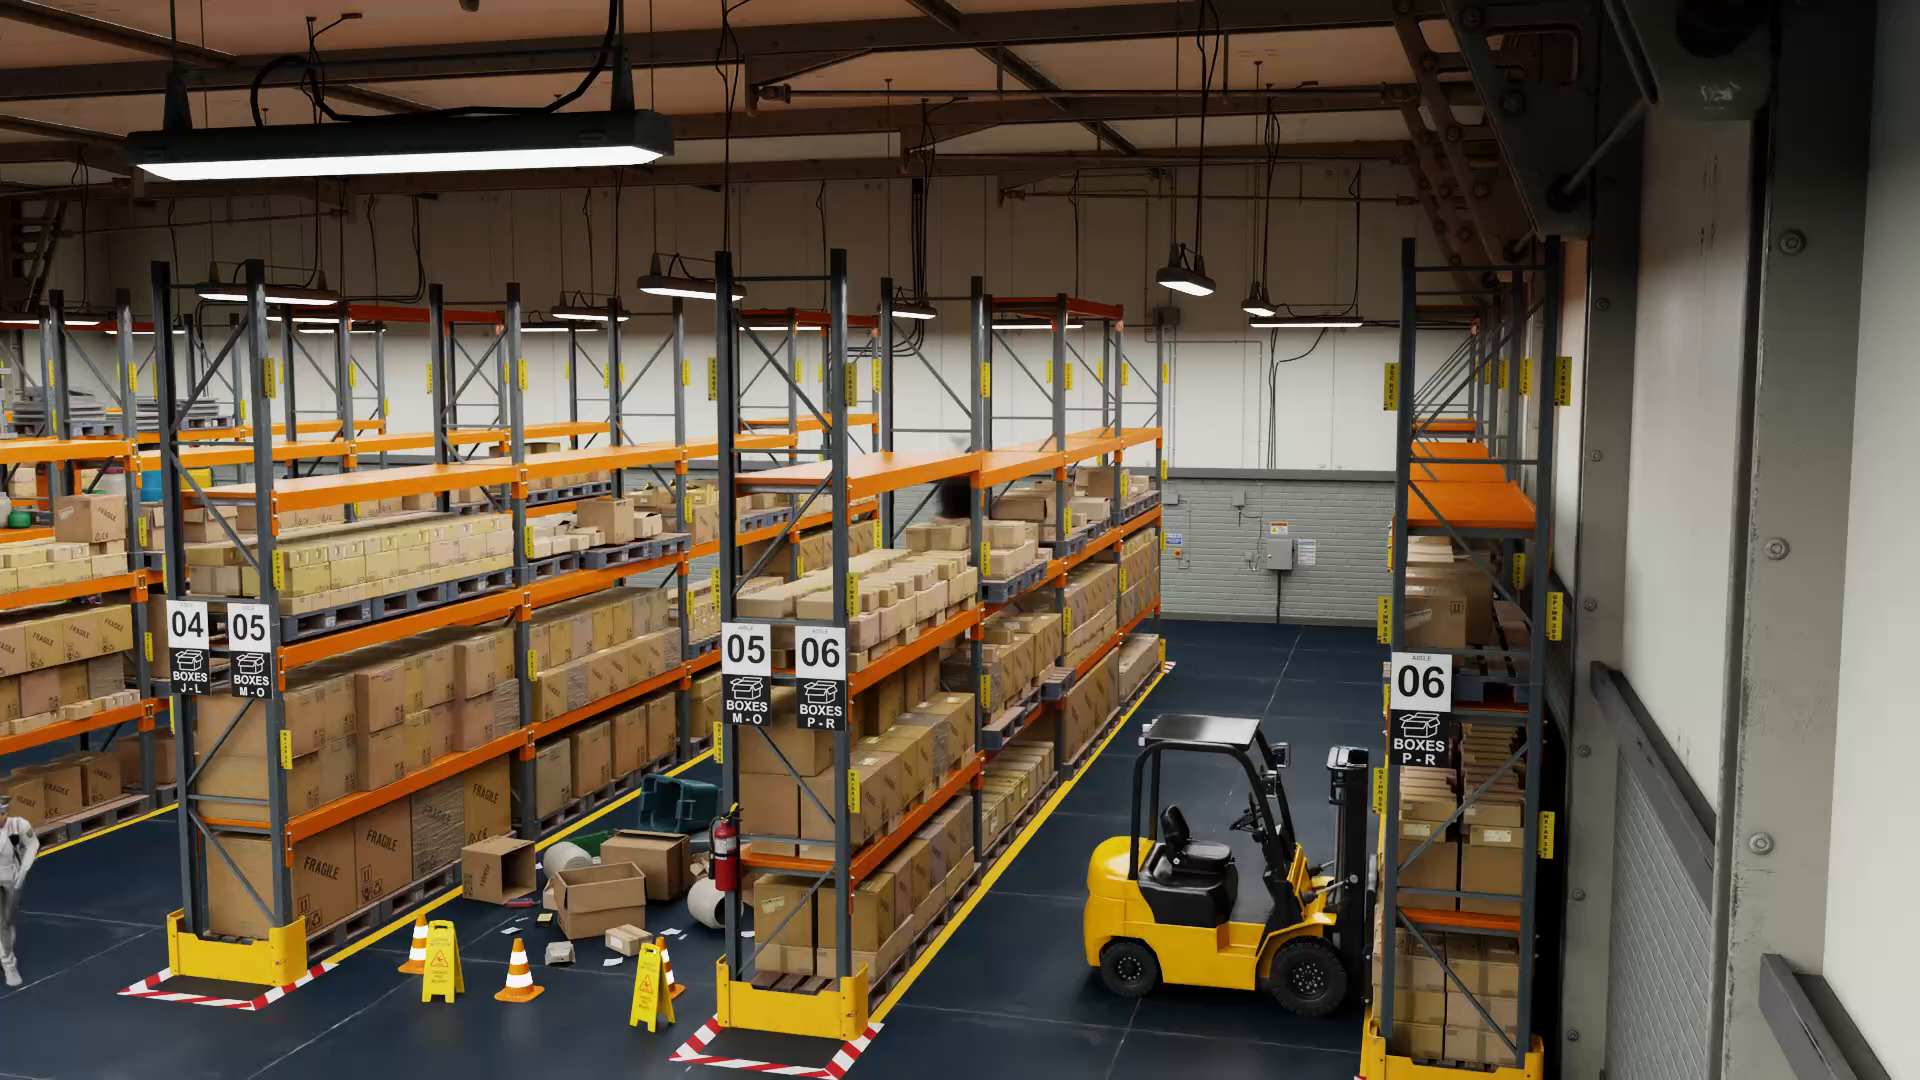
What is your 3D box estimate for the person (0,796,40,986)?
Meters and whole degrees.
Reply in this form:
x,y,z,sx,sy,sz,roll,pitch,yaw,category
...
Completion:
x,y,z,sx,sy,sz,roll,pitch,yaw,category
-8.175,2.899,14.151,0.638,1.636,0.919,-3,7,-27,person
